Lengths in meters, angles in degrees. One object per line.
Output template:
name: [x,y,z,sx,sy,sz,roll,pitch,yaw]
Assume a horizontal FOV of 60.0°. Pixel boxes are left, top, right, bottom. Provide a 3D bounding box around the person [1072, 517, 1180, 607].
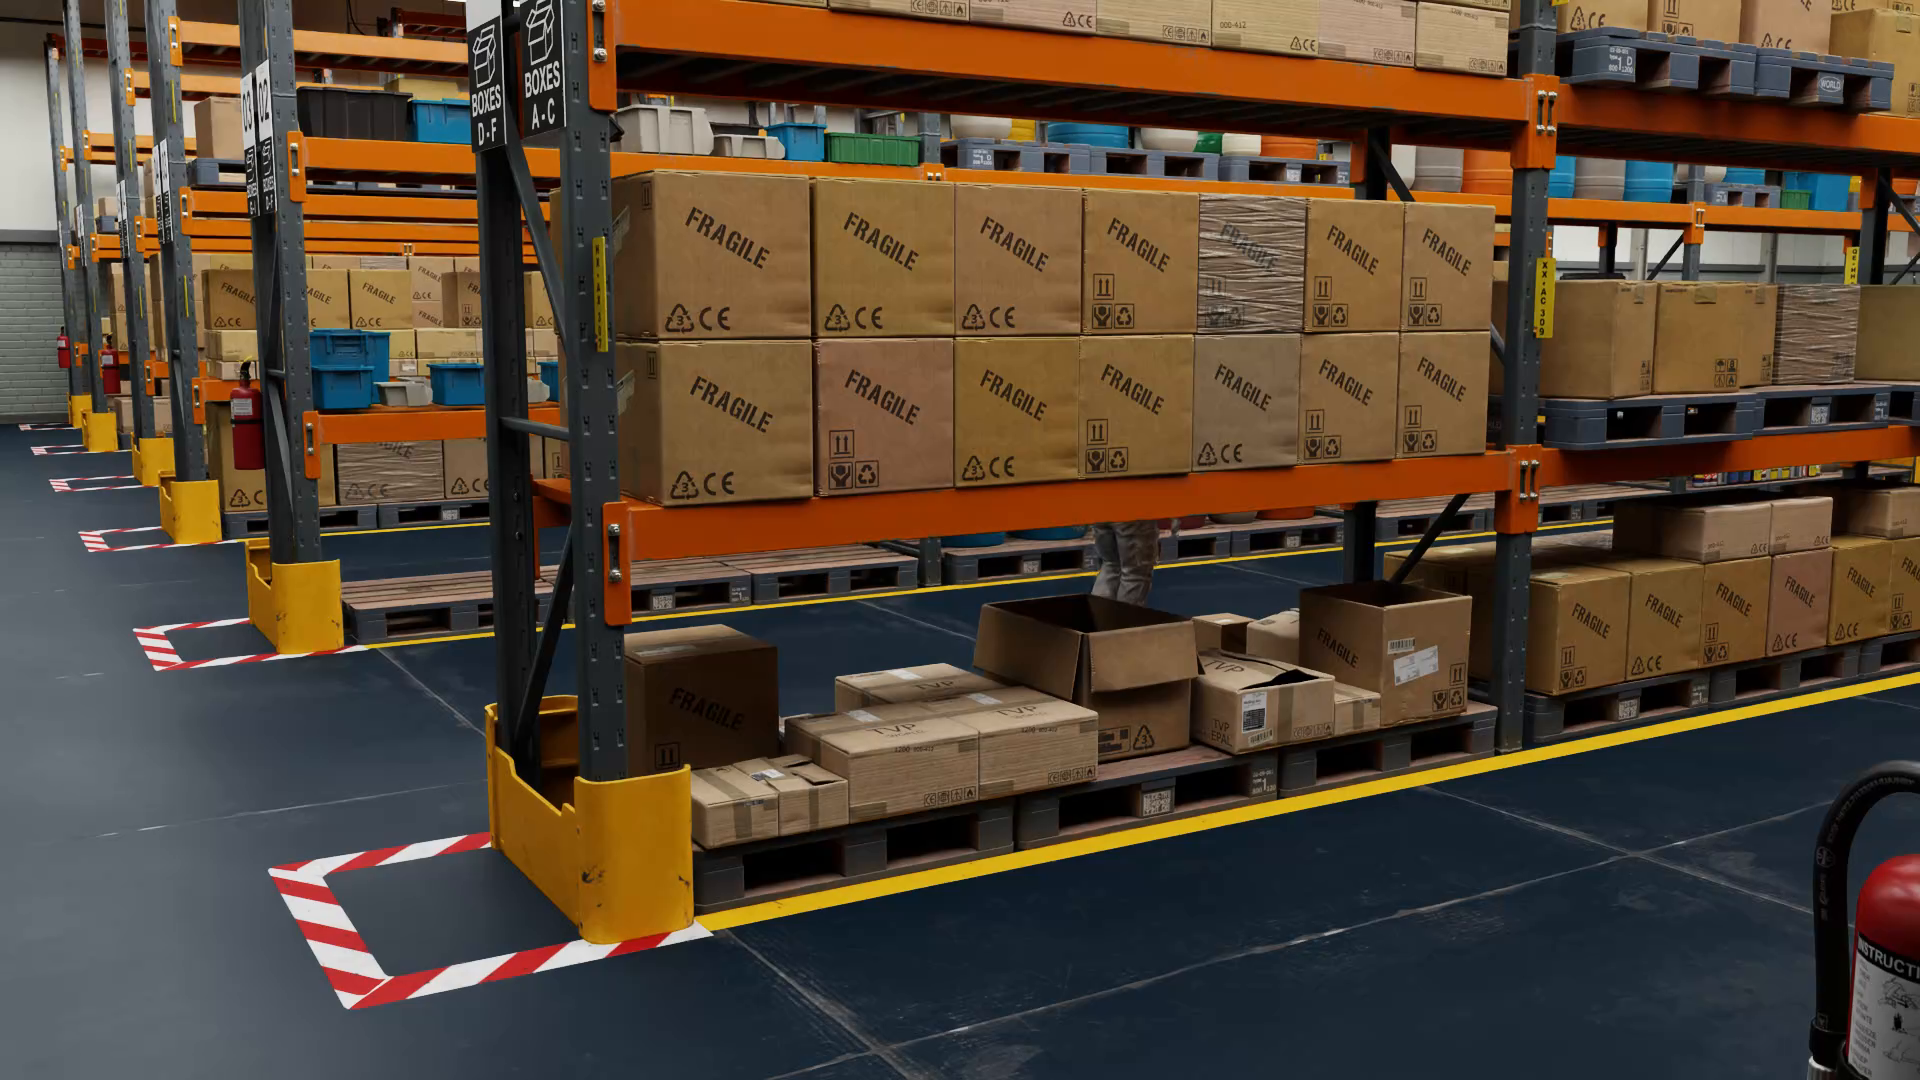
person: [0.829,-0.171,8.440,0.408,1.829,0.601,-7,10,-39]
